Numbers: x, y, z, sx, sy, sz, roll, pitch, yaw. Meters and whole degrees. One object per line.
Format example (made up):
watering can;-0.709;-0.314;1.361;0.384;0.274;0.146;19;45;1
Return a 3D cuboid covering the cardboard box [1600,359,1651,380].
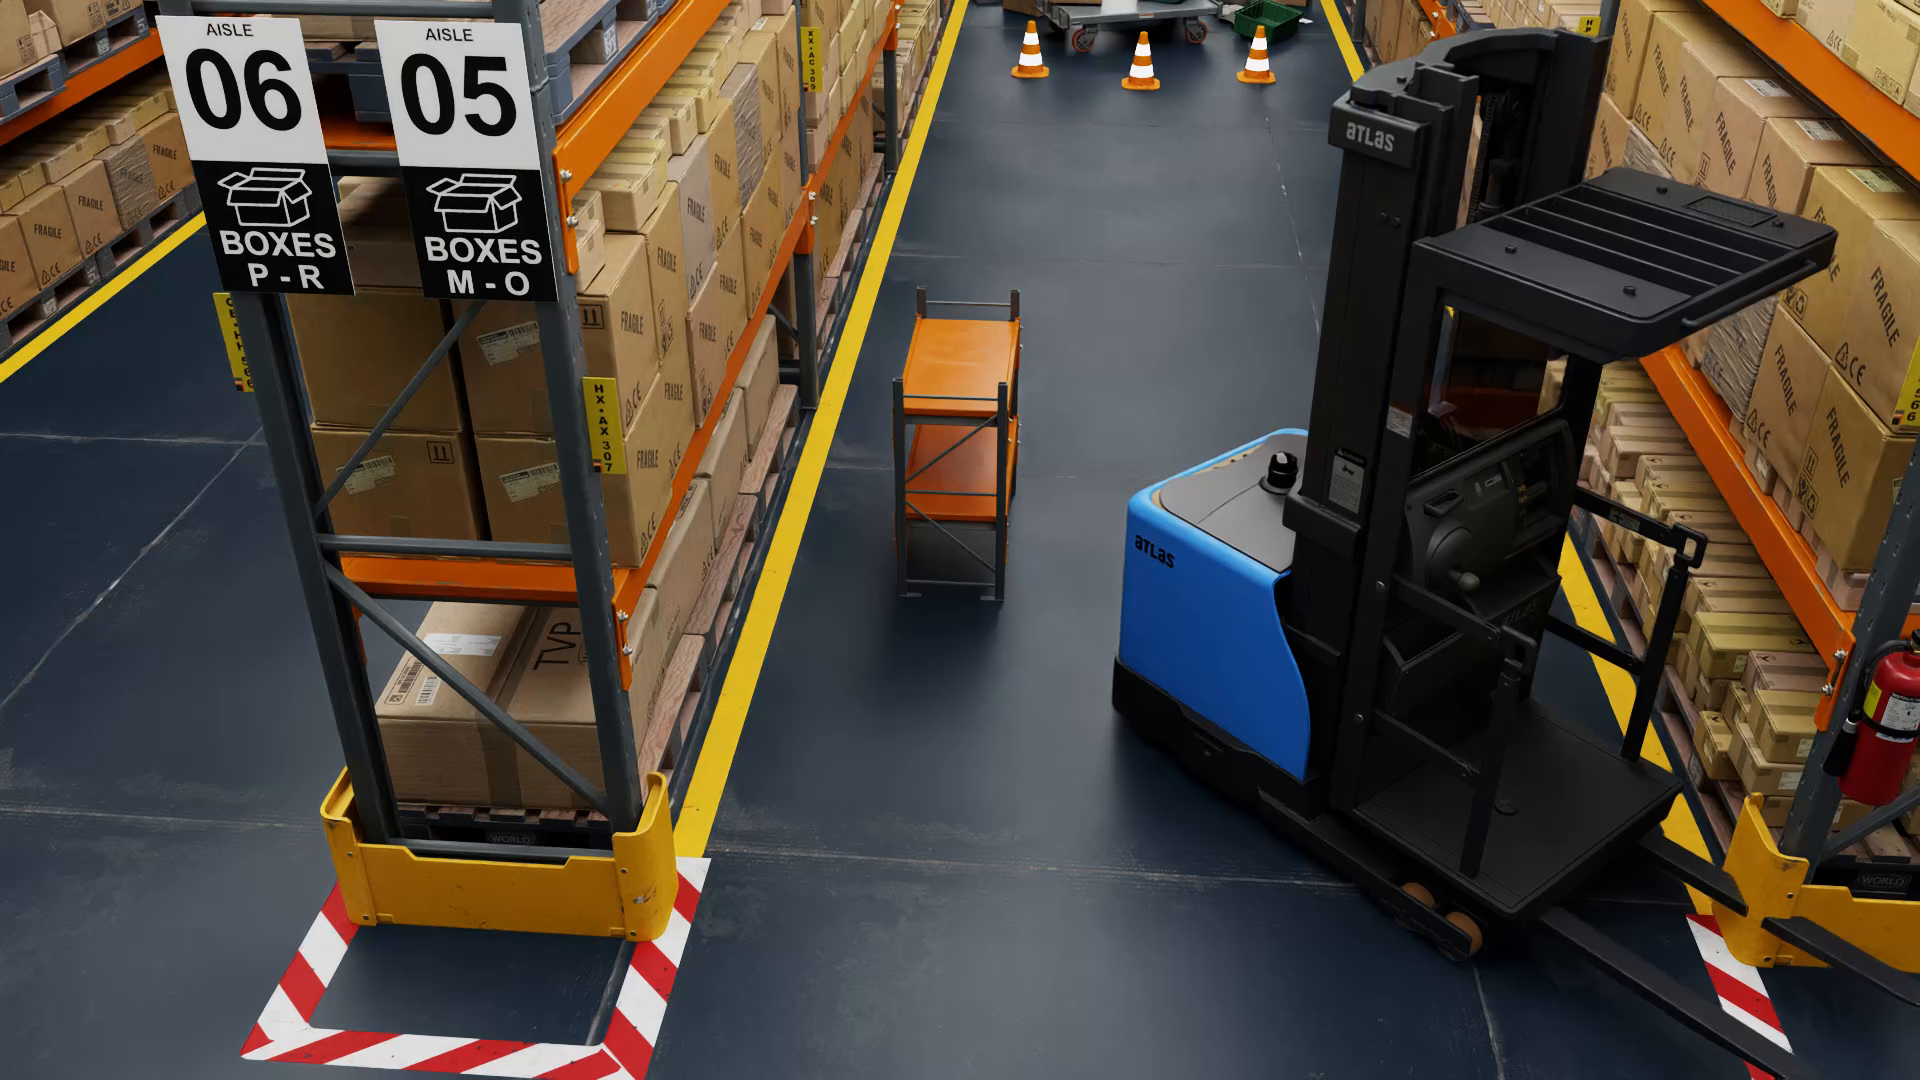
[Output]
cardboard box;3.320;-0.808;8.452;0.380;0.149;0.250;4;32;6

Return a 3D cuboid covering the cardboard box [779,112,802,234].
cardboard box;-1.089;-1.850;8.297;0.500;0.500;0.500;3;32;4

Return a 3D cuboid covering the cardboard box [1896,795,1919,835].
cardboard box;3.672;0.964;6.144;0.380;0.149;0.250;3;32;5

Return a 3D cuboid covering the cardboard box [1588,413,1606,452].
cardboard box;3.372;-0.553;8.322;0.380;0.149;0.250;2;32;4

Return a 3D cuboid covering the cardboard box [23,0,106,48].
cardboard box;-5.885;-3.417;10.440;0.700;0.500;0.500;2;32;4

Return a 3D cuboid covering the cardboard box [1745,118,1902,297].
cardboard box;3.174;-1.193;5.994;0.500;0.500;0.500;4;32;6

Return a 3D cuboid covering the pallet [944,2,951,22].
pallet;-0.635;-5.410;16.827;1.003;0.211;1.213;2;32;4

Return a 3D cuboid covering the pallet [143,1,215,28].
pallet;-5.913;-3.923;11.940;1.213;0.211;1.003;2;32;4

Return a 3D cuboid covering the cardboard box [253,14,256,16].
cardboard box;-5.818;-4.198;14.066;0.875;0.625;0.625;3;32;6

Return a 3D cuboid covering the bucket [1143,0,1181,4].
bucket;2.000;-5.508;16.001;0.726;0.611;0.620;14;44;21

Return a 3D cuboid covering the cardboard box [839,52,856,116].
cardboard box;-0.909;-2.754;10.002;0.500;0.250;0.500;2;32;4

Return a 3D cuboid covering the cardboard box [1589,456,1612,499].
cardboard box;3.325;-0.284;8.169;0.380;0.149;0.250;2;32;3

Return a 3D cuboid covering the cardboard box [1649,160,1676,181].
cardboard box;3.234;-1.302;7.125;0.500;0.500;0.500;2;32;3

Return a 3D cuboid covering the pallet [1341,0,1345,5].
pallet;4.524;-5.932;17.675;1.003;0.211;1.213;2;32;4

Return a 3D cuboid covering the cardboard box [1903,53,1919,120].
cardboard box;3.084;-1.273;4.740;0.500;0.250;0.500;2;32;3

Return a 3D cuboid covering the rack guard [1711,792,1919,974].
rack guard;3.316;1.214;5.804;1.175;0.500;0.348;2;32;4

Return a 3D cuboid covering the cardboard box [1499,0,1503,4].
cardboard box;3.663;-3.534;10.682;0.380;0.149;0.250;3;32;4

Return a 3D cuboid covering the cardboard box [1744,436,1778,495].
cardboard box;3.116;-0.281;6.086;0.380;0.149;0.250;3;32;5

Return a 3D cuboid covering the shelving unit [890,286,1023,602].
shelving unit;-0.001;-0.475;7.949;0.538;1.125;1.048;2;32;4

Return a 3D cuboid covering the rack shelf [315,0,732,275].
rack shelf;-1.469;-1.986;6.440;1.077;0.370;4.000;2;32;4

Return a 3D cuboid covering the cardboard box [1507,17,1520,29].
cardboard box;3.618;-3.147;10.336;0.380;0.149;0.250;3;32;5

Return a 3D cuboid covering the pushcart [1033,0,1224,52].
pushcart;1.622;-5.056;16.095;1.648;0.377;0.936;-8;33;-13

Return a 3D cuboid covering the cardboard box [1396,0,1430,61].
cardboard box;4.169;-3.987;13.604;1.050;0.750;0.750;3;32;5

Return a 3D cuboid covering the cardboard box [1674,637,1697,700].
cardboard box;3.180;0.537;6.836;0.380;0.149;0.250;3;32;4

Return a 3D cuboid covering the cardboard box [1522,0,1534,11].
cardboard box;3.601;-3.268;9.966;0.380;0.149;0.250;2;32;3

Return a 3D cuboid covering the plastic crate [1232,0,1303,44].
plastic crate;2.996;-5.060;16.226;0.450;0.188;0.662;29;41;23

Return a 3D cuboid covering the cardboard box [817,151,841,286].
cardboard box;-1.269;-2.135;10.481;0.875;0.875;0.875;3;32;5

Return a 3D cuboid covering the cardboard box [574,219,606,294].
cardboard box;-1.327;-0.887;5.164;0.380;0.149;0.250;3;32;5

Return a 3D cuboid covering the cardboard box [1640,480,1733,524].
cardboard box;3.249;-0.133;7.357;0.380;0.149;0.250;3;32;4

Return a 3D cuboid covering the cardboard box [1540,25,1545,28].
cardboard box;3.555;-2.864;9.593;0.380;0.149;0.250;1;32;1

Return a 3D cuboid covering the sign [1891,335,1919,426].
sign;2.759;-0.472;4.752;0.100;0.325;0.005;2;32;4

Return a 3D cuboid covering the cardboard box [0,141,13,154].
cardboard box;-6.448;-2.545;10.885;0.380;0.149;0.250;3;32;5

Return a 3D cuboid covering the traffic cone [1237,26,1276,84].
traffic cone;2.673;-4.369;14.898;0.336;0.463;0.334;2;32;4

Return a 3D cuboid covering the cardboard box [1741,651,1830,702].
cardboard box;3.178;0.555;6.241;0.380;0.149;0.250;3;32;5

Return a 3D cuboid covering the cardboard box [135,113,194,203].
cardboard box;-5.839;-2.712;11.773;0.500;0.500;0.500;4;32;6

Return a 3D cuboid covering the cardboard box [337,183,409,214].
cardboard box;-1.805;-1.043;5.418;0.380;0.149;0.250;3;32;5

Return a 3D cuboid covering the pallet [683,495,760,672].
pallet;-1.543;0.160;7.789;1.003;0.211;1.213;2;32;4

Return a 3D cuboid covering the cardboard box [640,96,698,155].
cardboard box;-1.206;-1.565;6.264;0.380;0.149;0.250;3;32;4

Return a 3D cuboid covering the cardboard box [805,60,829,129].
cardboard box;-0.989;-2.428;8.997;0.500;0.250;0.500;2;32;3

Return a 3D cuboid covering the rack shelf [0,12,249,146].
rack shelf;-6.091;-3.010;10.961;1.077;0.370;4.000;2;32;4

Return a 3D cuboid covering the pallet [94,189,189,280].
pallet;-6.128;-2.150;11.538;1.003;0.211;1.213;2;32;4

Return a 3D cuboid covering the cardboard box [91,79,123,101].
cardboard box;-6.270;-3.223;11.984;0.380;0.149;0.250;3;32;5

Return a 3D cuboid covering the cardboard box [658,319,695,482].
cardboard box;-1.293;-0.516;6.133;0.500;0.500;0.500;2;32;3

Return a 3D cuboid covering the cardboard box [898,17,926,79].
cardboard box;-0.805;-4.290;14.456;0.950;0.372;0.625;3;32;6

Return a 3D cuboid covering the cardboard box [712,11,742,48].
cardboard box;-1.176;-2.234;7.350;0.380;0.149;0.250;2;32;4

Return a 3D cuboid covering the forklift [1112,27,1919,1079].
forklift;1.959;-0.068;5.566;1.130;2.935;3.031;-23;38;-32

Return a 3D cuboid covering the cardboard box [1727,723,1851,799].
cardboard box;3.069;0.810;6.111;0.380;0.149;0.250;2;32;3

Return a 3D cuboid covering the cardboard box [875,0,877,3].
cardboard box;-0.804;-3.769;11.173;0.500;0.250;0.500;2;32;3

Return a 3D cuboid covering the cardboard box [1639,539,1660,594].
cardboard box;3.178;0.133;7.208;0.380;0.149;0.250;4;32;6

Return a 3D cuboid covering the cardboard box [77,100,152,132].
cardboard box;-5.859;-2.938;11.522;0.380;0.149;0.250;2;32;3

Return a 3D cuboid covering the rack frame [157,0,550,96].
rack frame;-1.632;-2.523;3.767;1.000;3.000;0.127;2;32;4

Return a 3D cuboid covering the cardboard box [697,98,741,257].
cardboard box;-1.200;-1.477;6.739;0.500;0.500;0.500;3;32;4

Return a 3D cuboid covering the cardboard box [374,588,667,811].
cardboard box;-1.678;0.593;6.470;0.875;0.438;0.875;1;32;2

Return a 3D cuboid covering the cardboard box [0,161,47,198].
cardboard box;-5.995;-2.264;10.429;0.380;0.149;0.250;2;32;3
